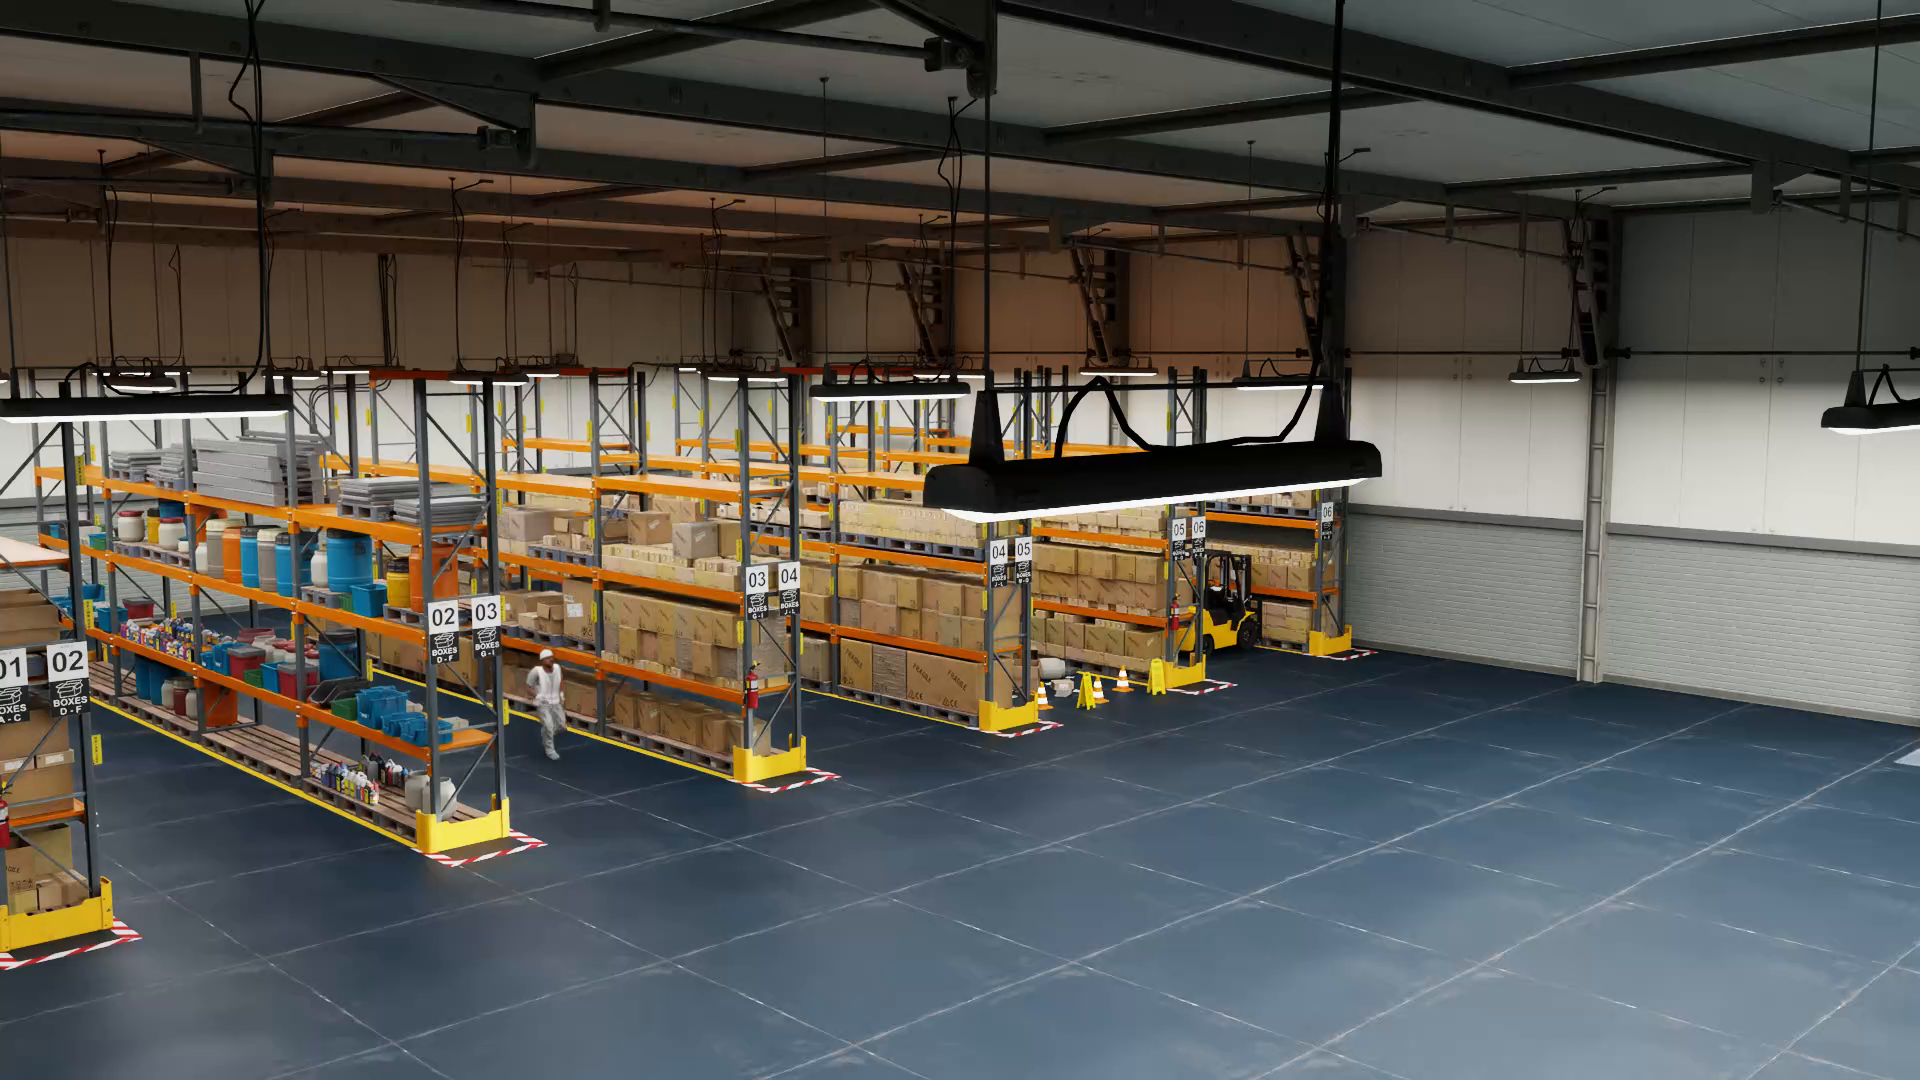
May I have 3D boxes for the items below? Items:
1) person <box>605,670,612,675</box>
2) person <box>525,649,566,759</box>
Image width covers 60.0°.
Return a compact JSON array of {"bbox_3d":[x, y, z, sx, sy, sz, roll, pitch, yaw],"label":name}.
[{"bbox_3d":[-7.154,1.780,32.822,0.771,1.741,0.662,6,9,45],"label":"person"},{"bbox_3d":[-6.447,2.551,25.940,0.698,1.733,0.592,-6,9,-44],"label":"person"}]
